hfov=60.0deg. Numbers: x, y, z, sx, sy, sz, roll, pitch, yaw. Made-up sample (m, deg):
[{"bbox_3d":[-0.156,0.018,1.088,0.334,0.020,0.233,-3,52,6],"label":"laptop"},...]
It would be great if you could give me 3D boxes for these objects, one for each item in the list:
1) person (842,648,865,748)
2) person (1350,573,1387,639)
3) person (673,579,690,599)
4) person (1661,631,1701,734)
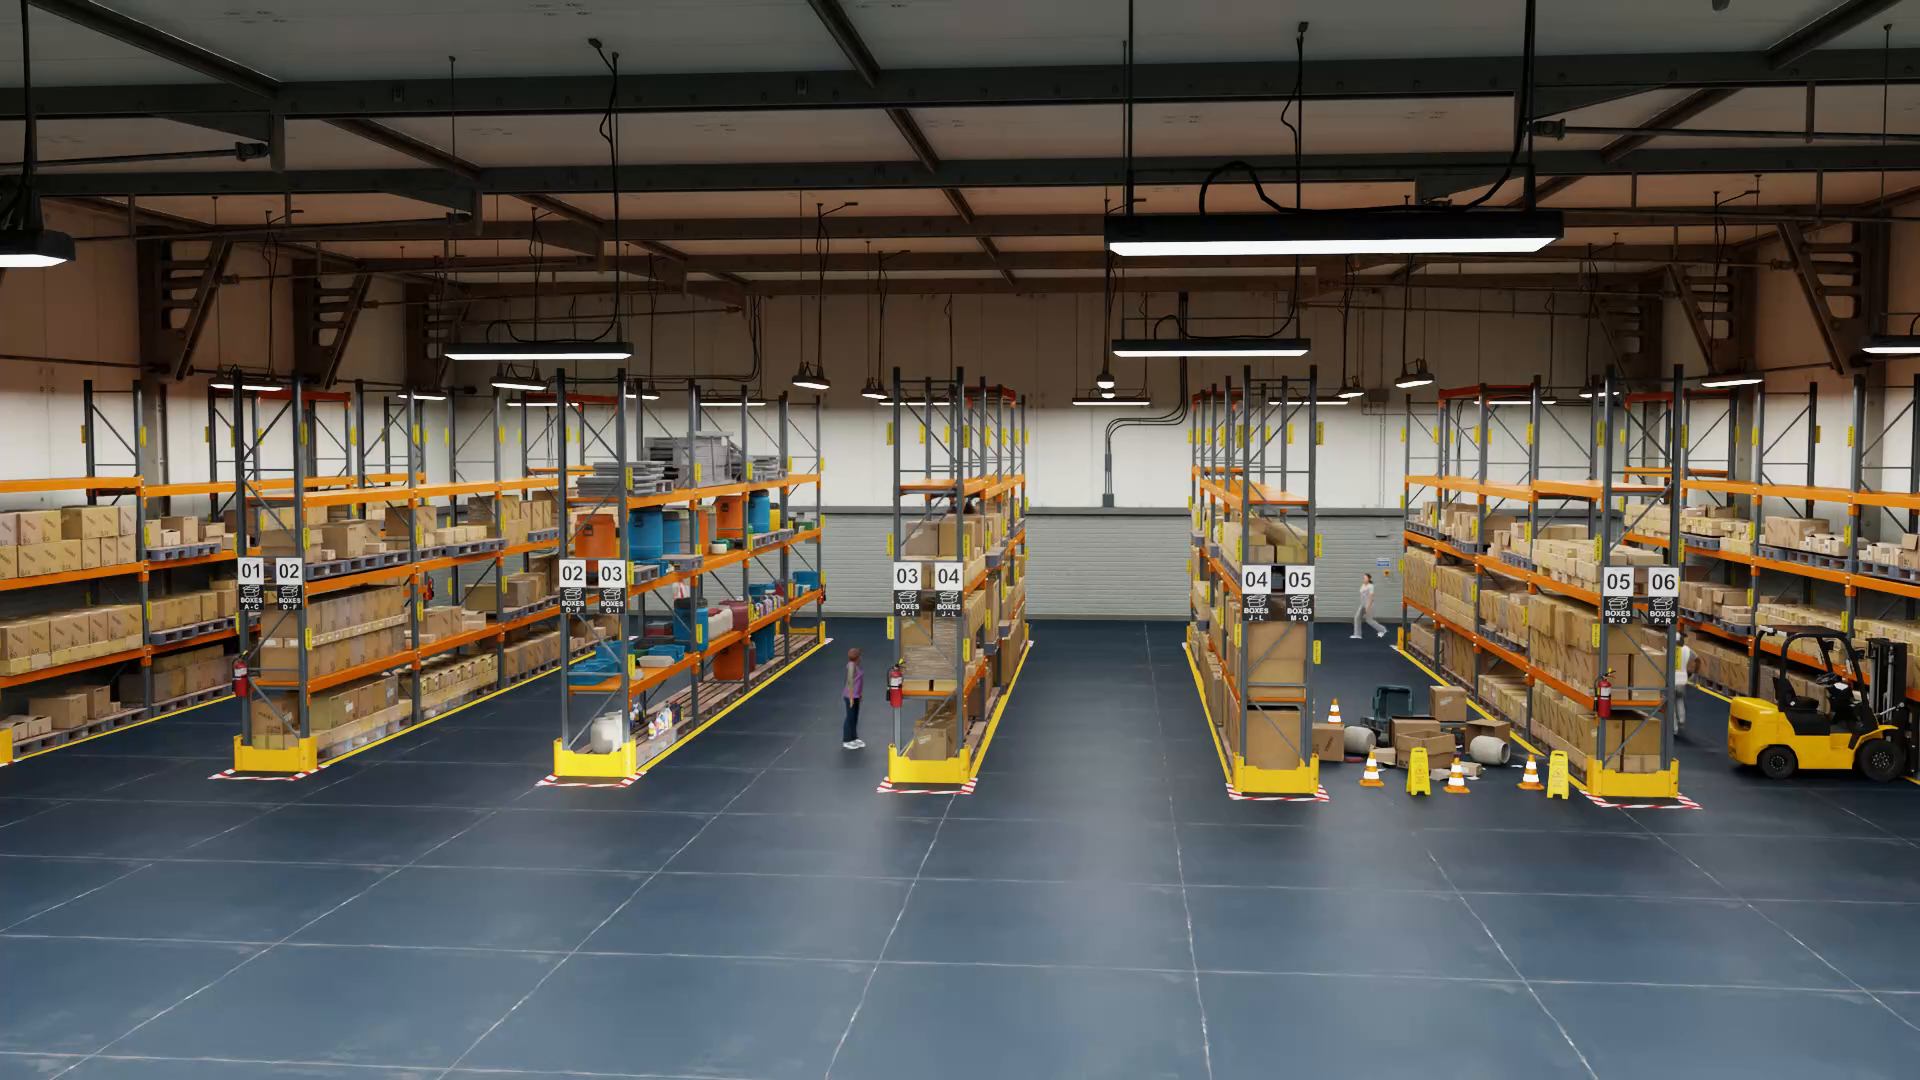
[{"bbox_3d":[-1.714,2.534,26.755,0.352,1.610,0.428,1,4,9],"label":"person"},{"bbox_3d":[10.066,1.630,40.998,0.908,1.622,0.478,-1,4,-9],"label":"person"},{"bbox_3d":[-6.667,1.614,40.165,0.453,1.782,0.575,1,4,21],"label":"person"},{"bbox_3d":[12.072,2.391,28.056,0.783,1.742,0.615,1,4,10],"label":"person"}]
